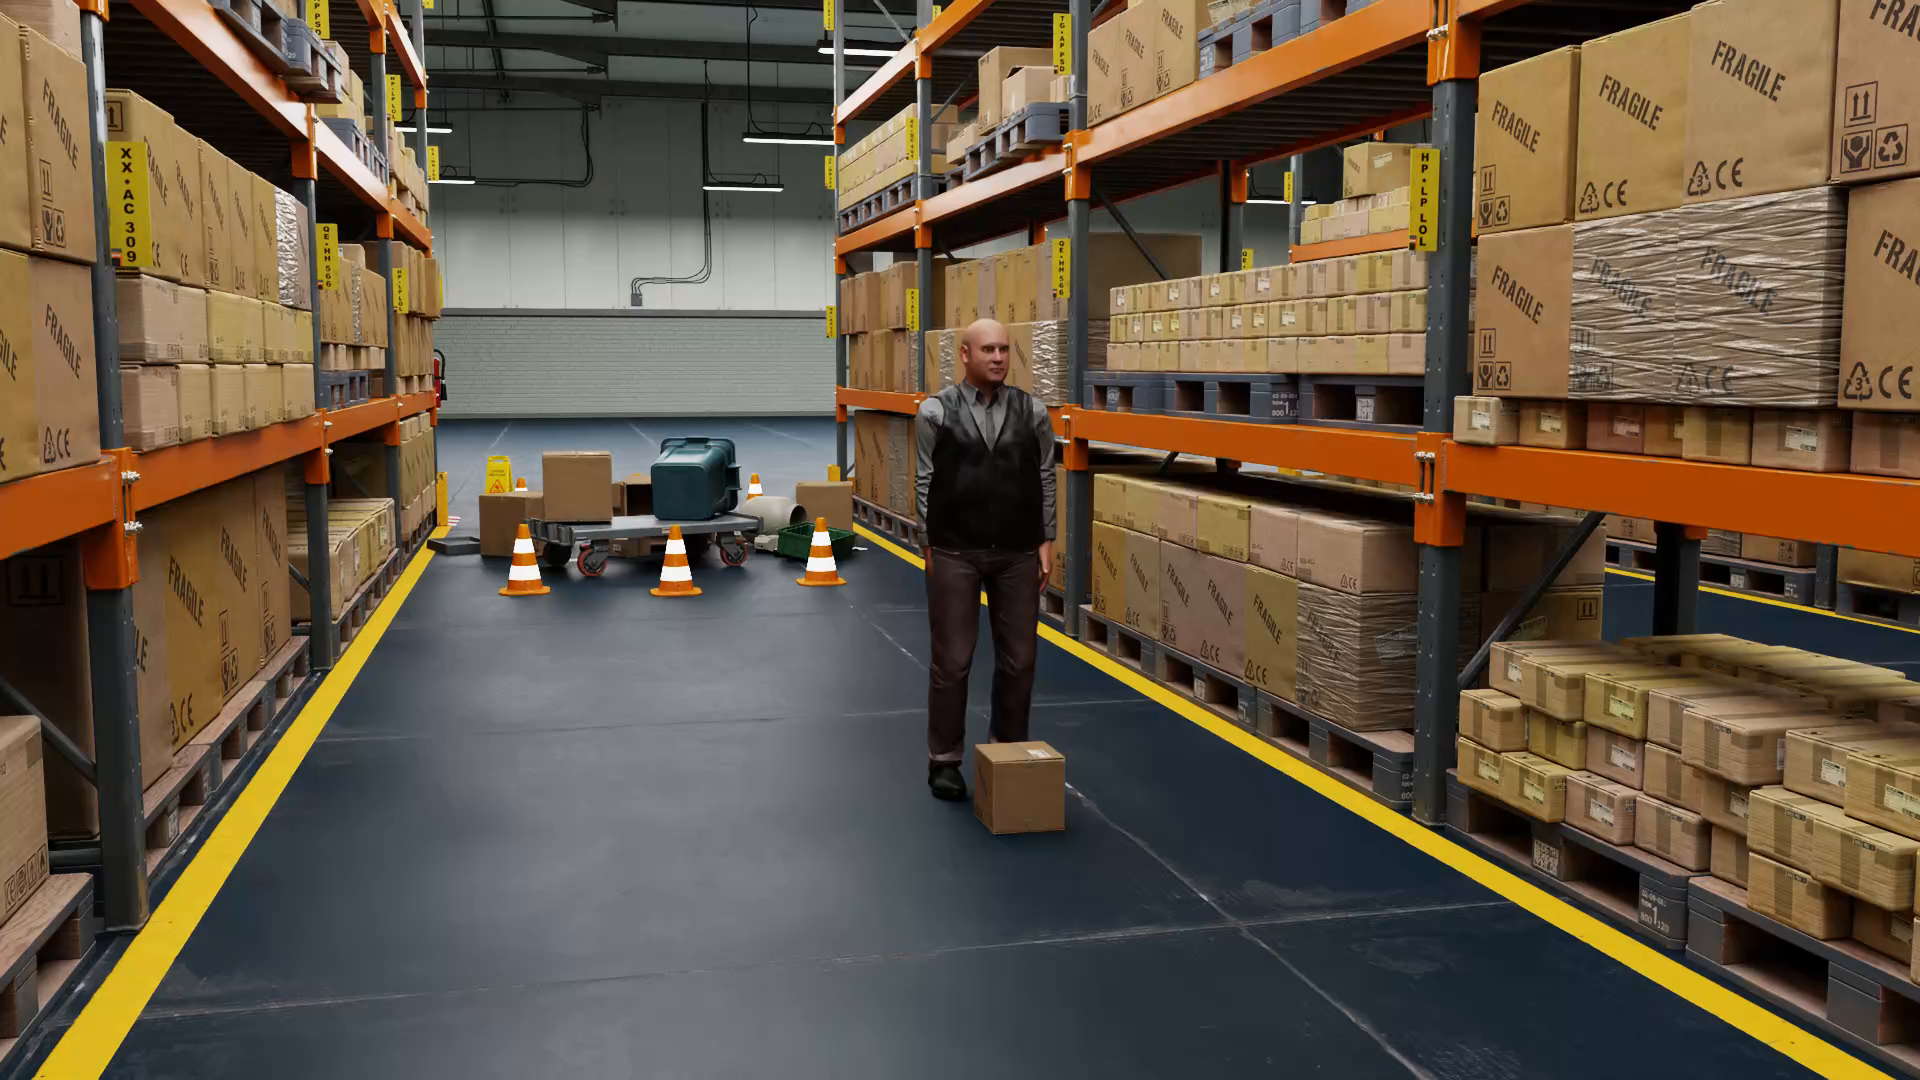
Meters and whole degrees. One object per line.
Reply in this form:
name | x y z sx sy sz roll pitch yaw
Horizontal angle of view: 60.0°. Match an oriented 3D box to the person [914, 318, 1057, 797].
person | 0.101 0.066 6.027 0.532 1.728 0.360 -1 6 -12
